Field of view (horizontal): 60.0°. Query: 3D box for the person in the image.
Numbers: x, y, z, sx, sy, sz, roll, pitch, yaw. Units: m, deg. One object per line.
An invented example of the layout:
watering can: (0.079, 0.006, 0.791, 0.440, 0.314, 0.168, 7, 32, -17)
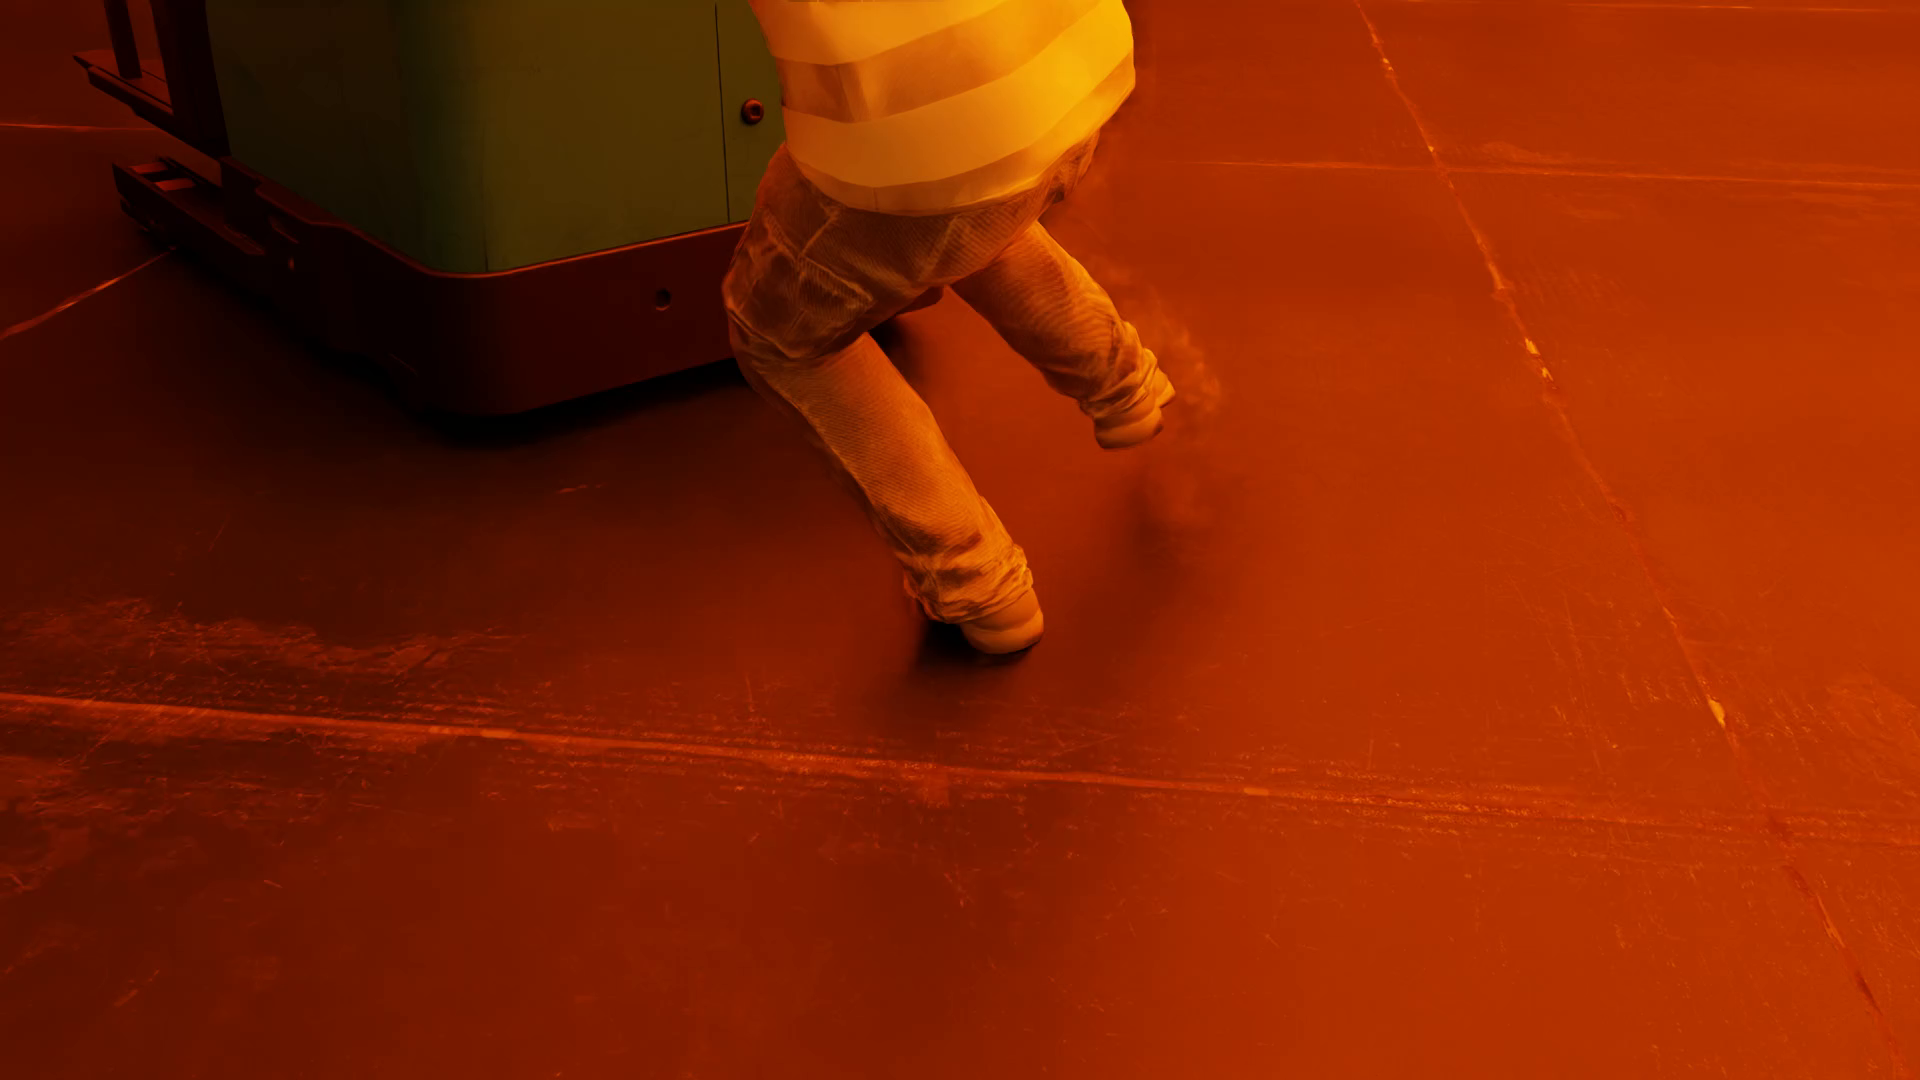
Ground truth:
person: (-0.161, -0.629, 2.082, 0.931, 1.530, 1.308, 18, 32, 32)

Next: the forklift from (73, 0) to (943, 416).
forklift: (-1.356, -2.102, 3.431, 1.130, 2.935, 3.031, -20, 33, -35)
